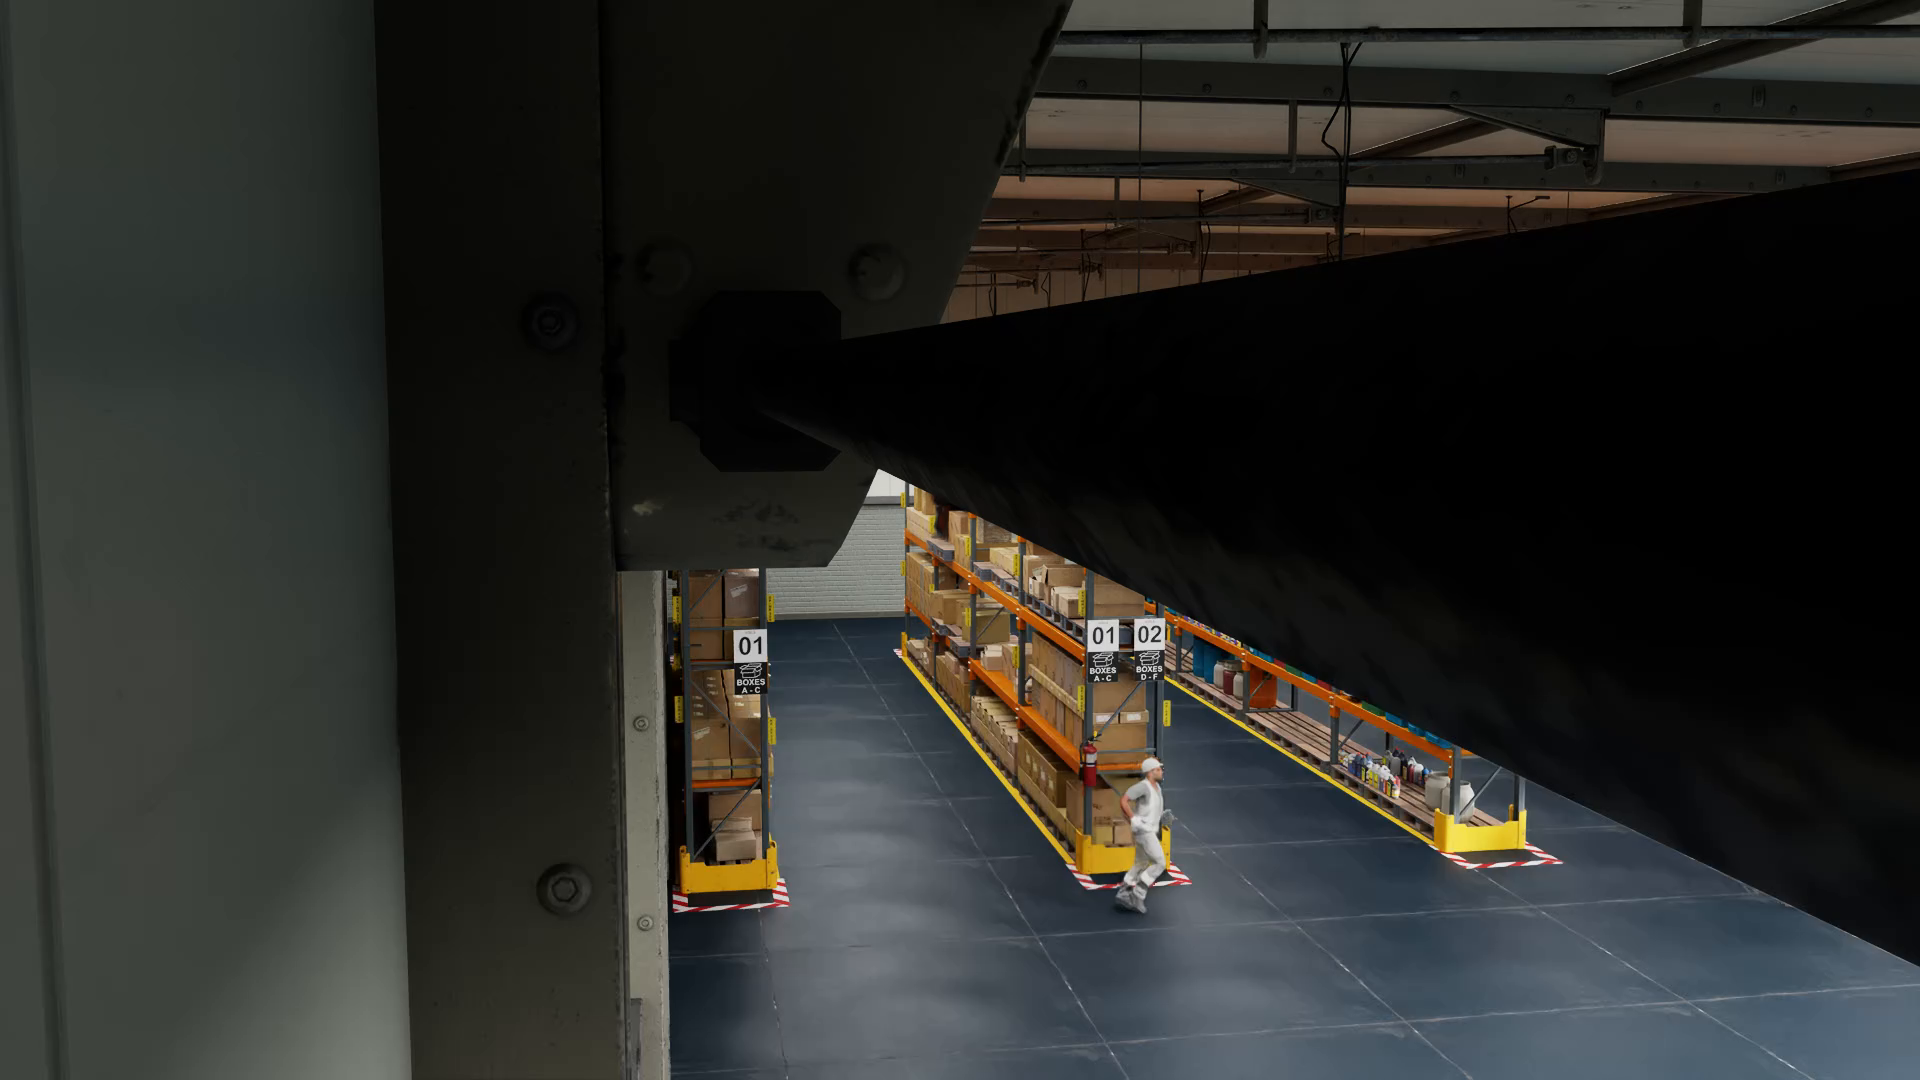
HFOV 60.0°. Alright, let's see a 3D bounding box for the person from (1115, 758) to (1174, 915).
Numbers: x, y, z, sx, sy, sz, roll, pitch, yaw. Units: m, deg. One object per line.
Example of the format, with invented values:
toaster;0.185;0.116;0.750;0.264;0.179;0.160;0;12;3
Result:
person;2.184;3.436;19.499;0.654;1.768;0.696;2;6;19
